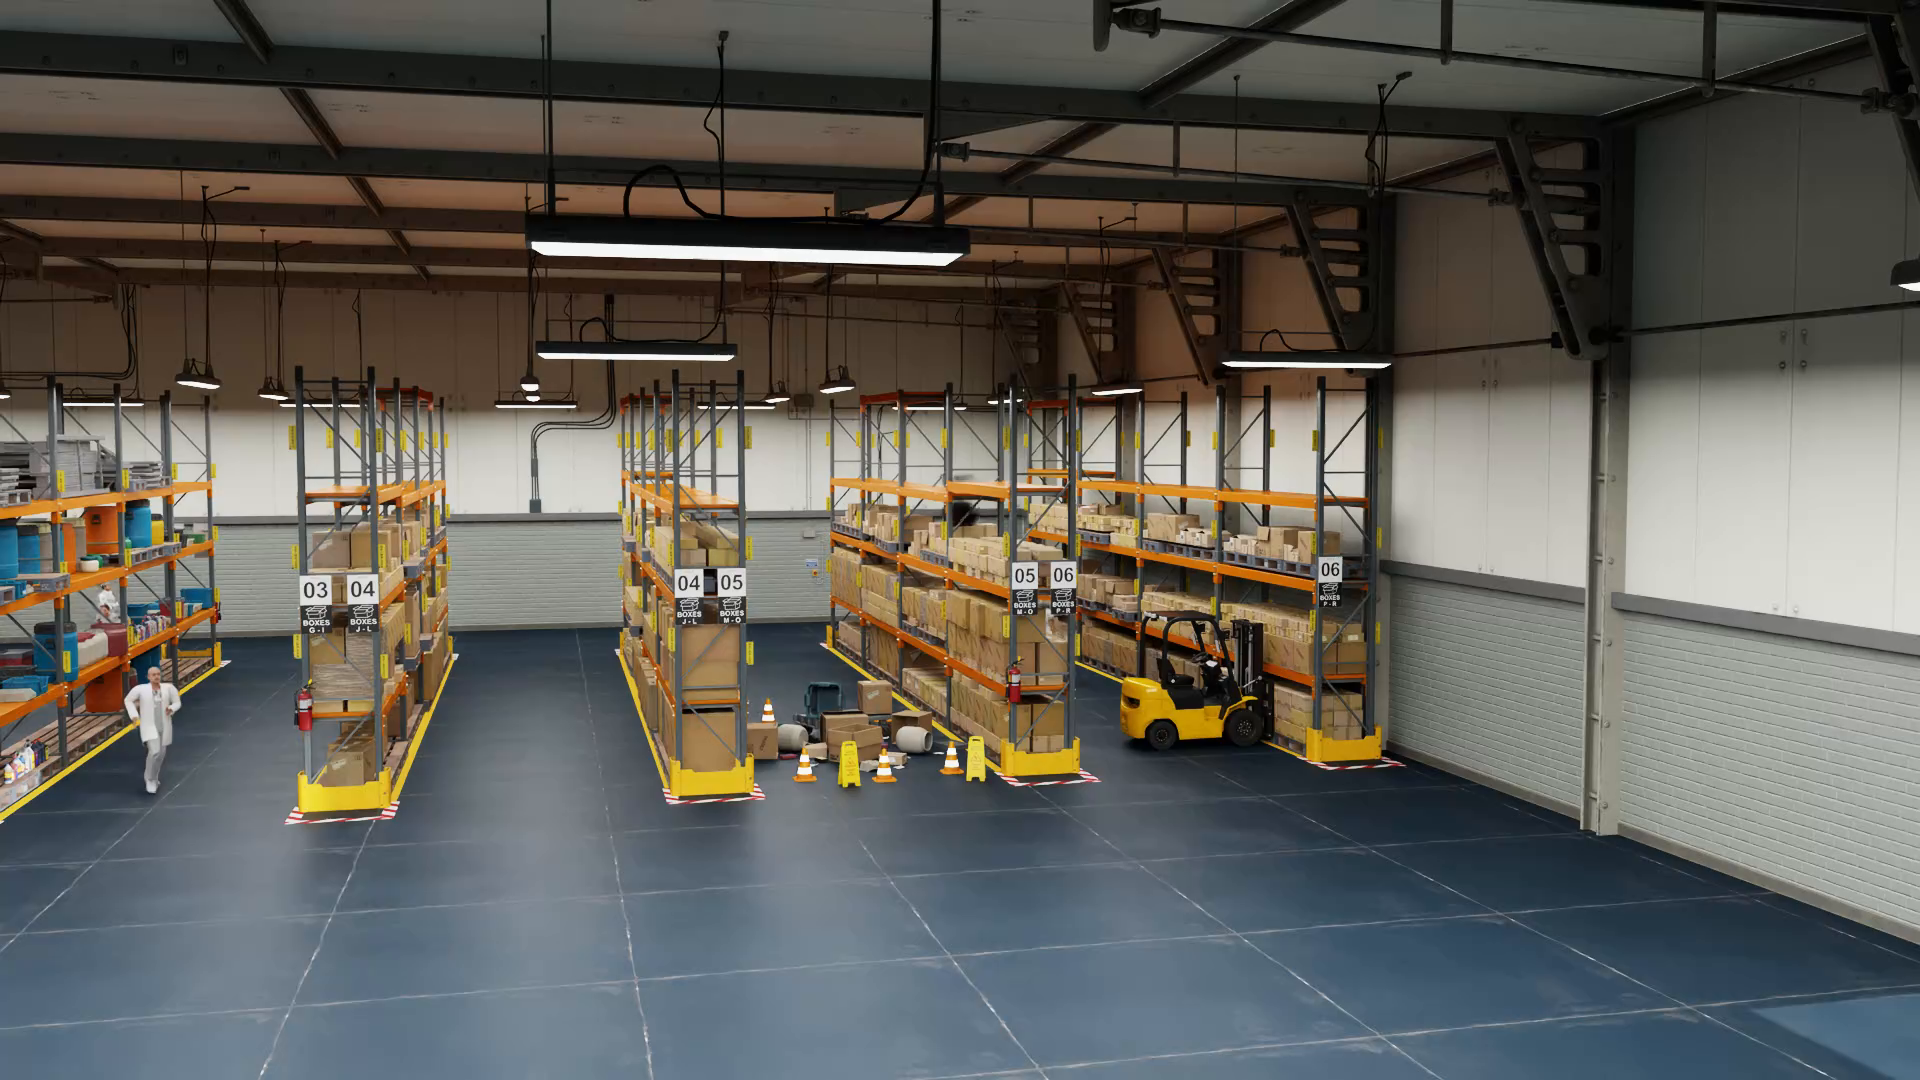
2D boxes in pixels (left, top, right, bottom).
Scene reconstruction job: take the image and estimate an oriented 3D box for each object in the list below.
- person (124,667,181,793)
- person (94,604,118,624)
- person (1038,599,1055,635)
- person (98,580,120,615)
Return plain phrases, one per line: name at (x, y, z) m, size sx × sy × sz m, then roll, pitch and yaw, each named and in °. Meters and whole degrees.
person at (-11.495, 2.706, 23.765) m, size 0.688 × 1.800 × 0.778 m, roll -3°, pitch 5°, yaw -42°
person at (-18.327, 2.103, 35.831) m, size 0.620 × 1.528 × 0.824 m, roll -2°, pitch 4°, yaw -35°
person at (1.759, 2.070, 35.752) m, size 0.677 × 1.628 × 0.514 m, roll -3°, pitch 4°, yaw -38°
person at (-20.265, 1.804, 39.470) m, size 0.816 × 1.745 × 0.582 m, roll 0°, pitch 3°, yaw 7°
